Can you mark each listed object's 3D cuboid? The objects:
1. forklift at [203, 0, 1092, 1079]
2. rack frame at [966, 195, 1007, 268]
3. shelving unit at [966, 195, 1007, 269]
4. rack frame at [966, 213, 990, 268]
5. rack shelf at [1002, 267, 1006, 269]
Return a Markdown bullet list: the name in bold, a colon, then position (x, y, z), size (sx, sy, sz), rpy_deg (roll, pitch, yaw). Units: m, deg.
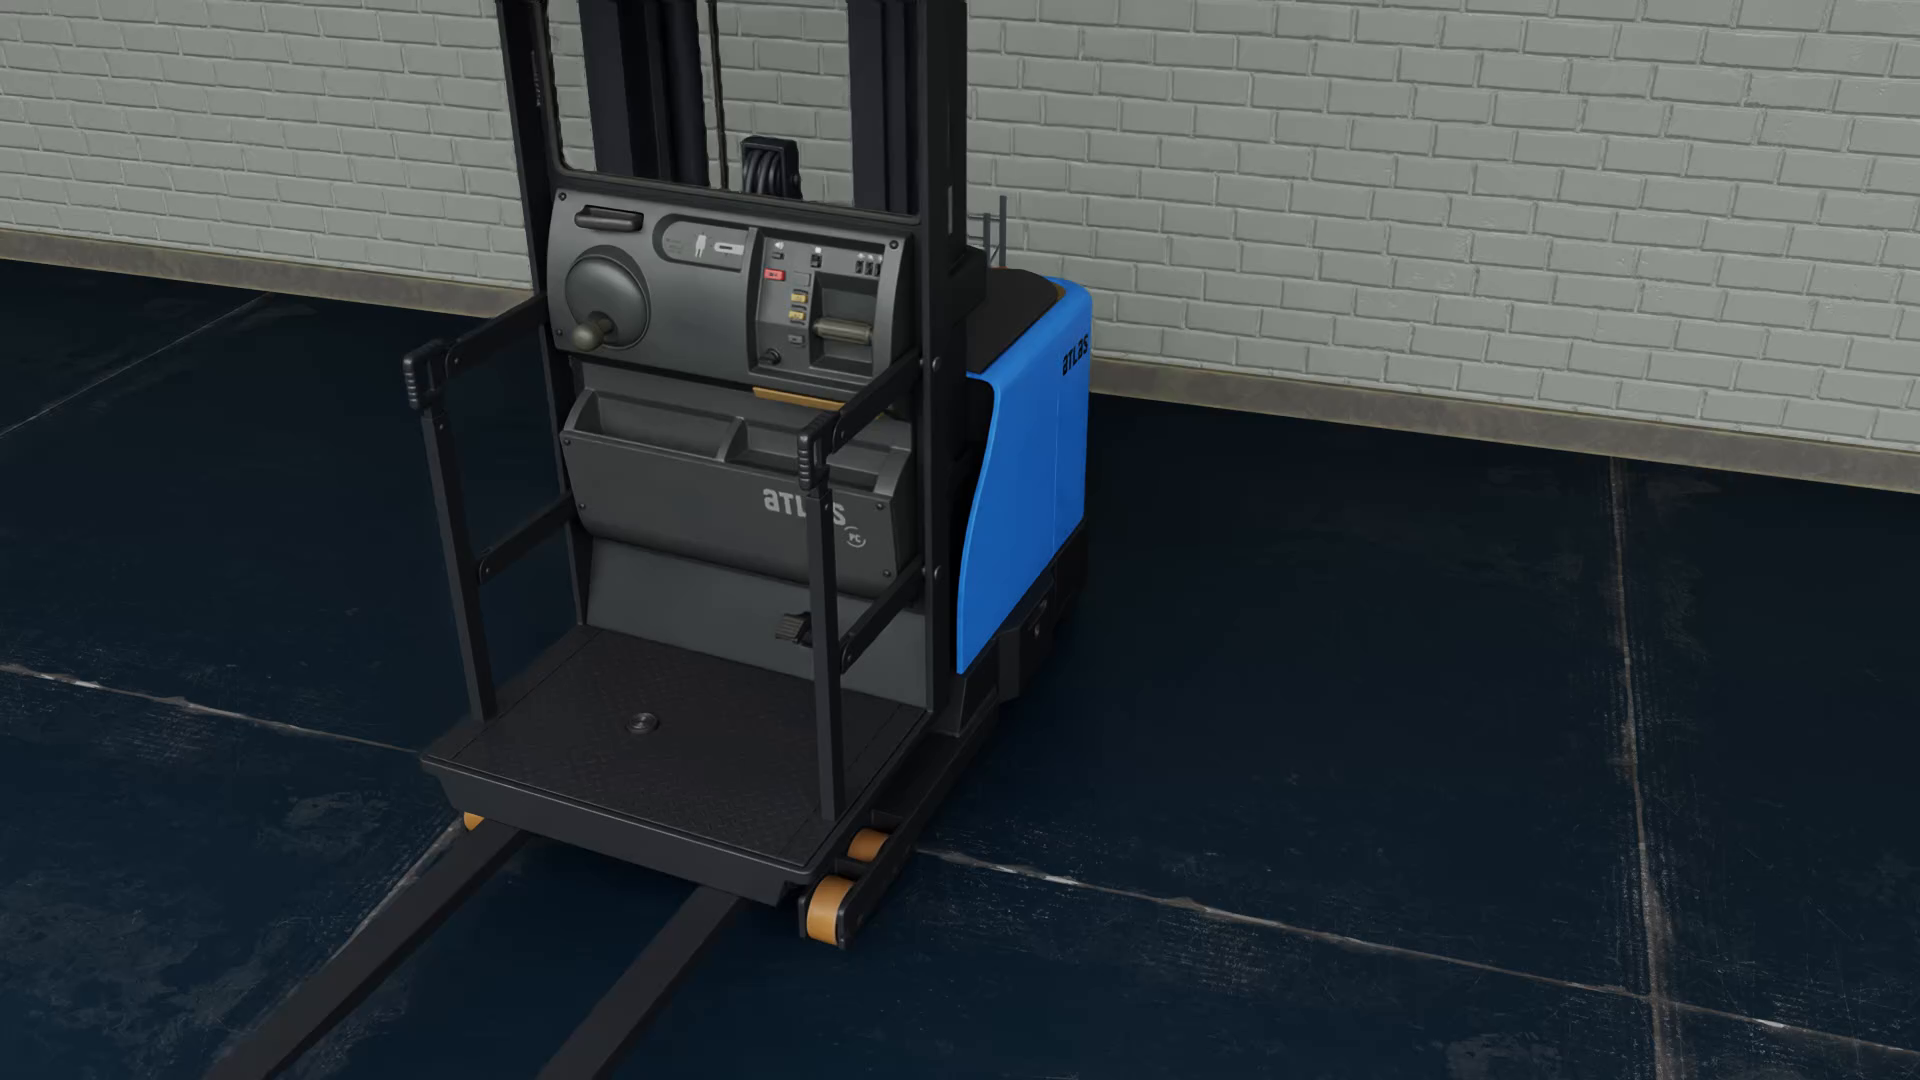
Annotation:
- **forklift**: position (-0.643, -0.544, 3.712), size (1.130, 2.935, 3.031), rpy_deg (12, 31, 20)
- **rack frame**: position (0.031, -0.574, 5.547), size (0.240, 1.200, 0.006), rpy_deg (8, 30, 15)
- **shelving unit**: position (0.004, -0.531, 5.470), size (0.258, 1.200, 0.189), rpy_deg (8, 30, 15)
- **rack frame**: position (-0.023, -0.489, 5.394), size (0.240, 1.200, 0.006), rpy_deg (8, 30, 15)
- **rack shelf**: position (0.004, -0.807, 5.317), size (0.258, 0.103, 0.180), rpy_deg (8, 30, 15)
